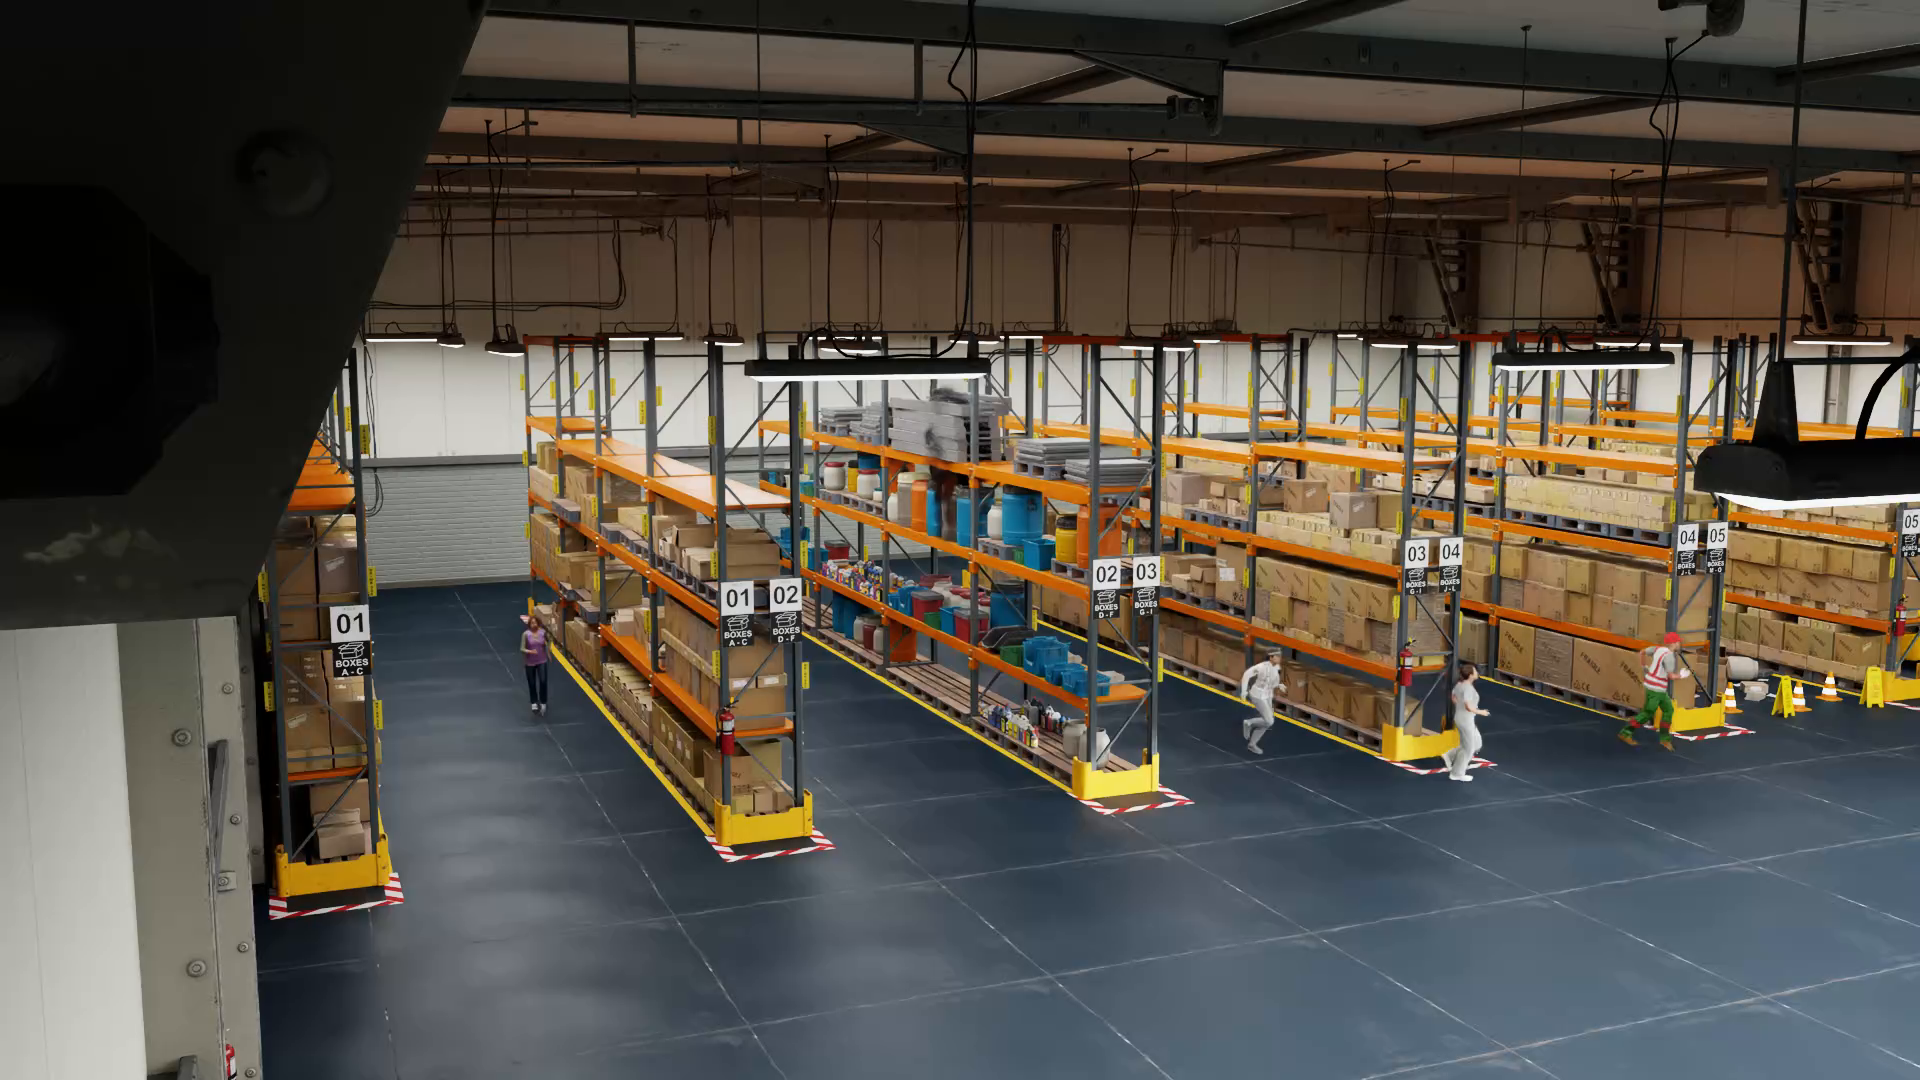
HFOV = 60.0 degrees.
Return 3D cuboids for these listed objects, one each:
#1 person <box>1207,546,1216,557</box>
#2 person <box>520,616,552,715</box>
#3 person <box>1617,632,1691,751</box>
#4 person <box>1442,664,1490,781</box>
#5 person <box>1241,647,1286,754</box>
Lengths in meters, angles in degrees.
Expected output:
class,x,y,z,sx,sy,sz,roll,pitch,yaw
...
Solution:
class,x,y,z,sx,sy,sz,roll,pitch,yaw
person,6.403,0.037,41.374,0.502,1.571,0.624,4,8,26
person,-6.779,2.006,26.633,0.508,1.601,0.667,-2,8,-17
person,10.212,2.248,24.437,0.930,1.825,0.684,1,8,9
person,6.949,2.504,22.798,0.582,1.641,0.553,1,8,6
person,4.454,2.326,24.287,0.668,1.616,0.604,7,10,42
